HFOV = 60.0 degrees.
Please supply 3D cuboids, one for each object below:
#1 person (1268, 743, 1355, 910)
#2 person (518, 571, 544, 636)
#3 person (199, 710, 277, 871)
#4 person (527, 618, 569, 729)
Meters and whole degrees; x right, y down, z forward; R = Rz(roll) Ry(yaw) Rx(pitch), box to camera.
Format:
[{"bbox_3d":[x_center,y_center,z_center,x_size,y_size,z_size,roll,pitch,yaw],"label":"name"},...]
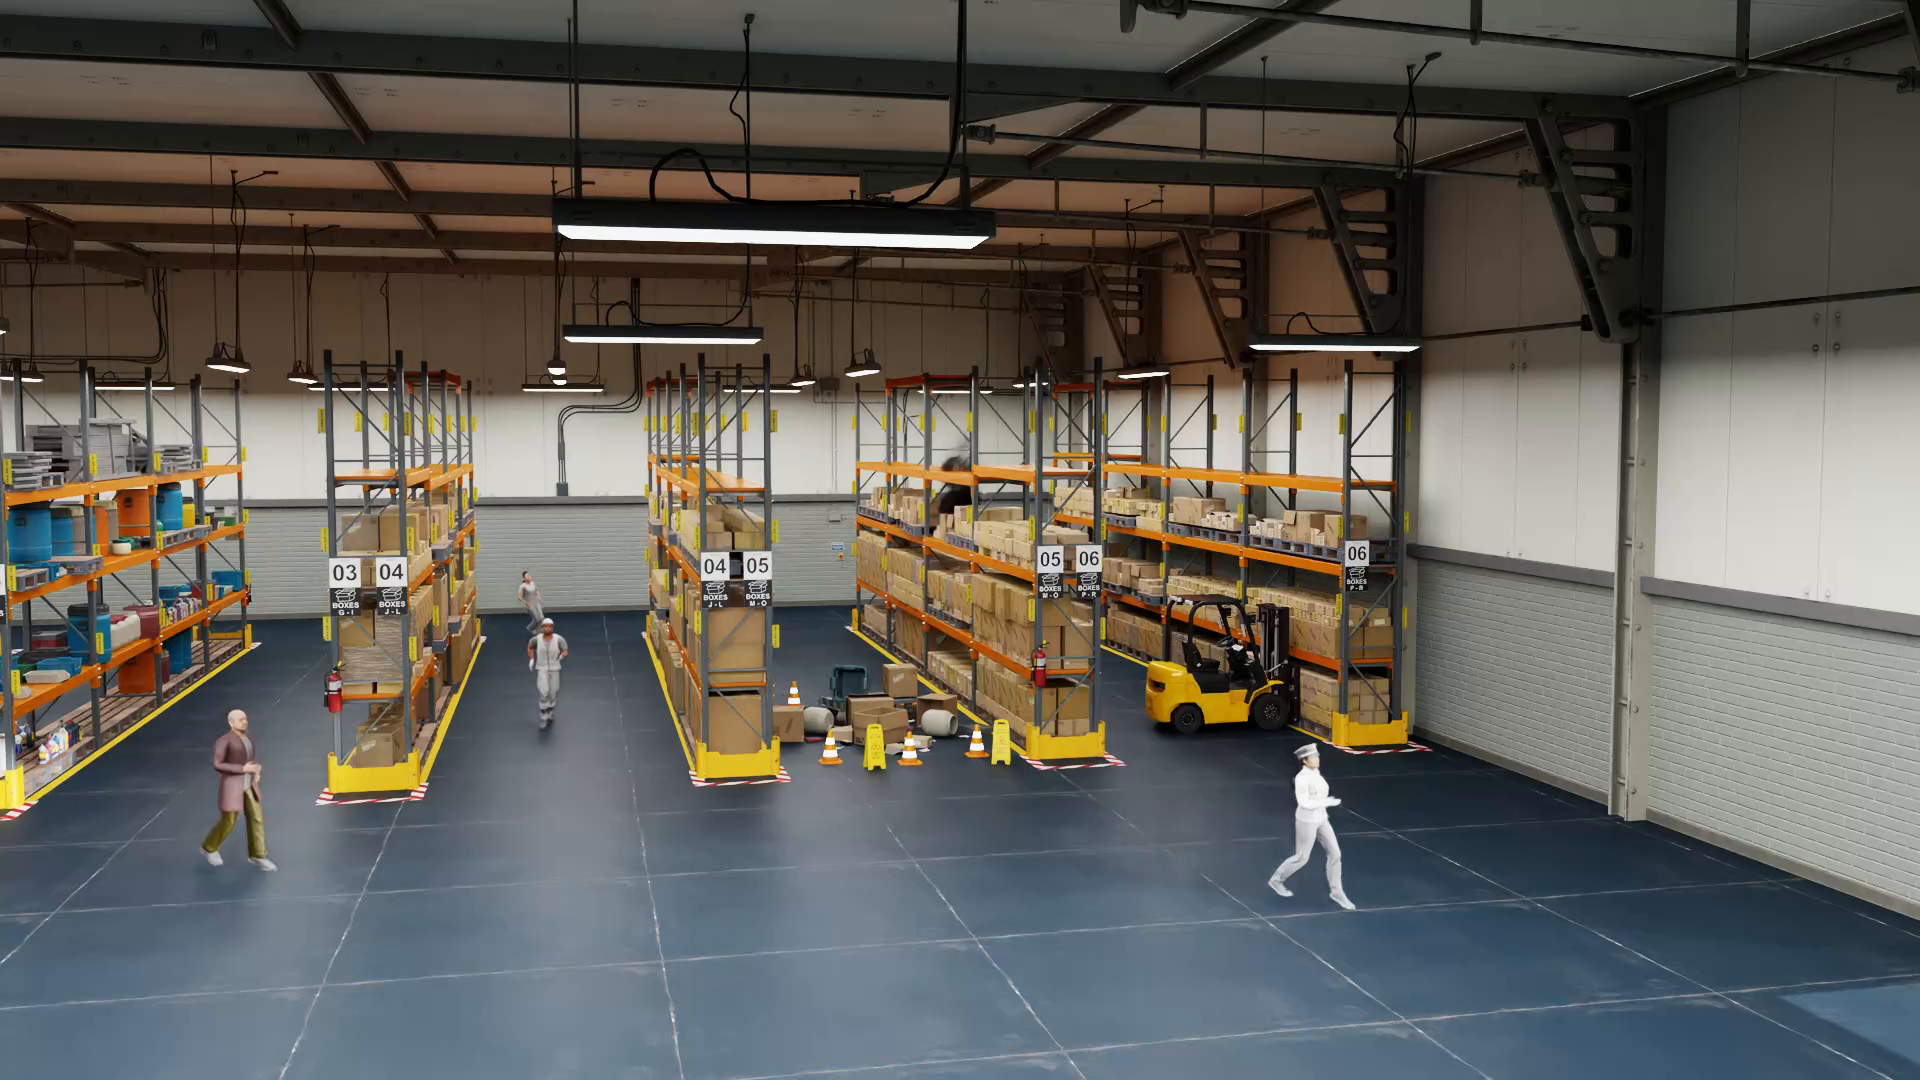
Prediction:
[{"bbox_3d":[3.683,2.958,17.347,0.896,1.714,0.622,3,5,37],"label":"person"},{"bbox_3d":[-9.963,1.524,38.599,0.540,1.604,0.598,3,5,39],"label":"person"},{"bbox_3d":[-8.140,2.810,18.695,0.922,1.829,0.737,1,4,17],"label":"person"},{"bbox_3d":[-6.807,2.206,27.552,0.637,1.834,0.767,-2,4,-21],"label":"person"}]
